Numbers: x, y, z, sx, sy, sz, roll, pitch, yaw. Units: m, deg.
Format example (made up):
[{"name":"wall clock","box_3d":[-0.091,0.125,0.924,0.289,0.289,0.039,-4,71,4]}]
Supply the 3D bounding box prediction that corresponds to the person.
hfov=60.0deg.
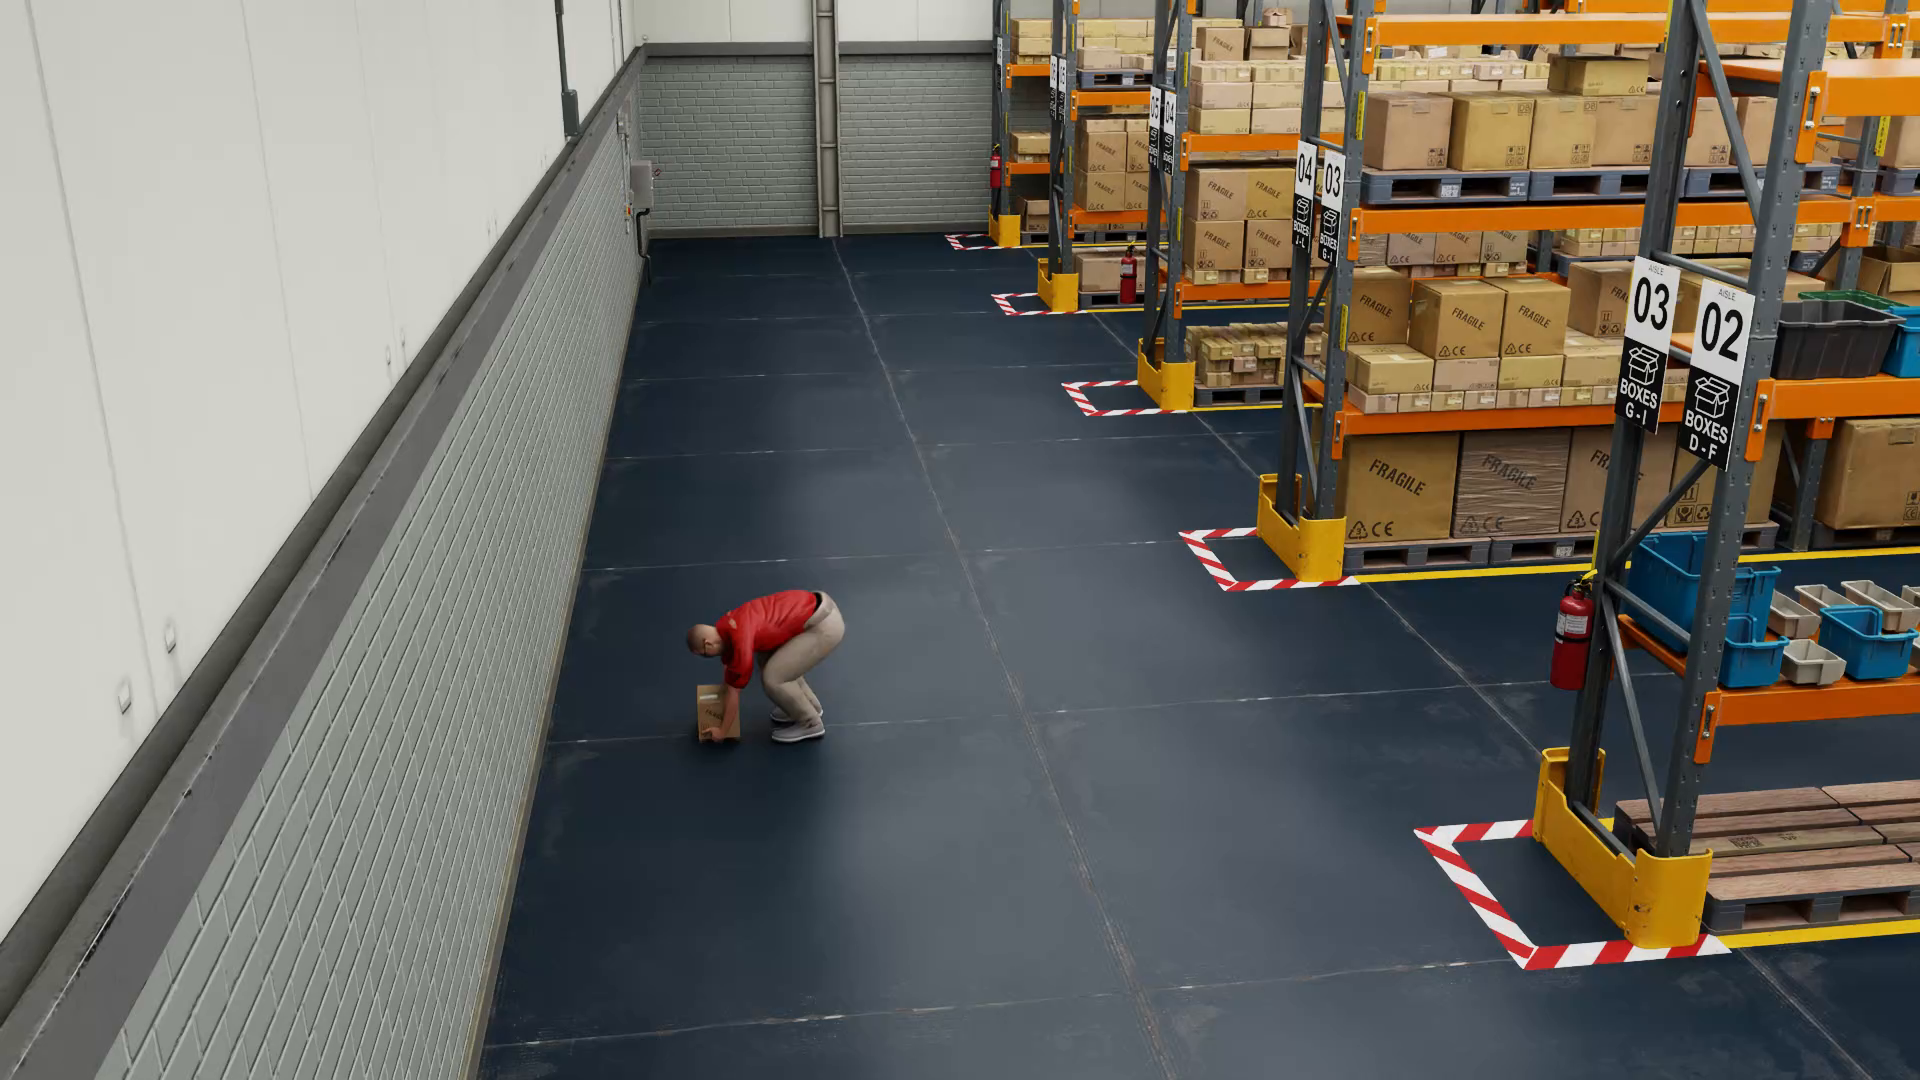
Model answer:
[{"name":"person","box_3d":[-1.183,0.767,10.204,0.956,0.894,0.542,-4,20,-10]}]
